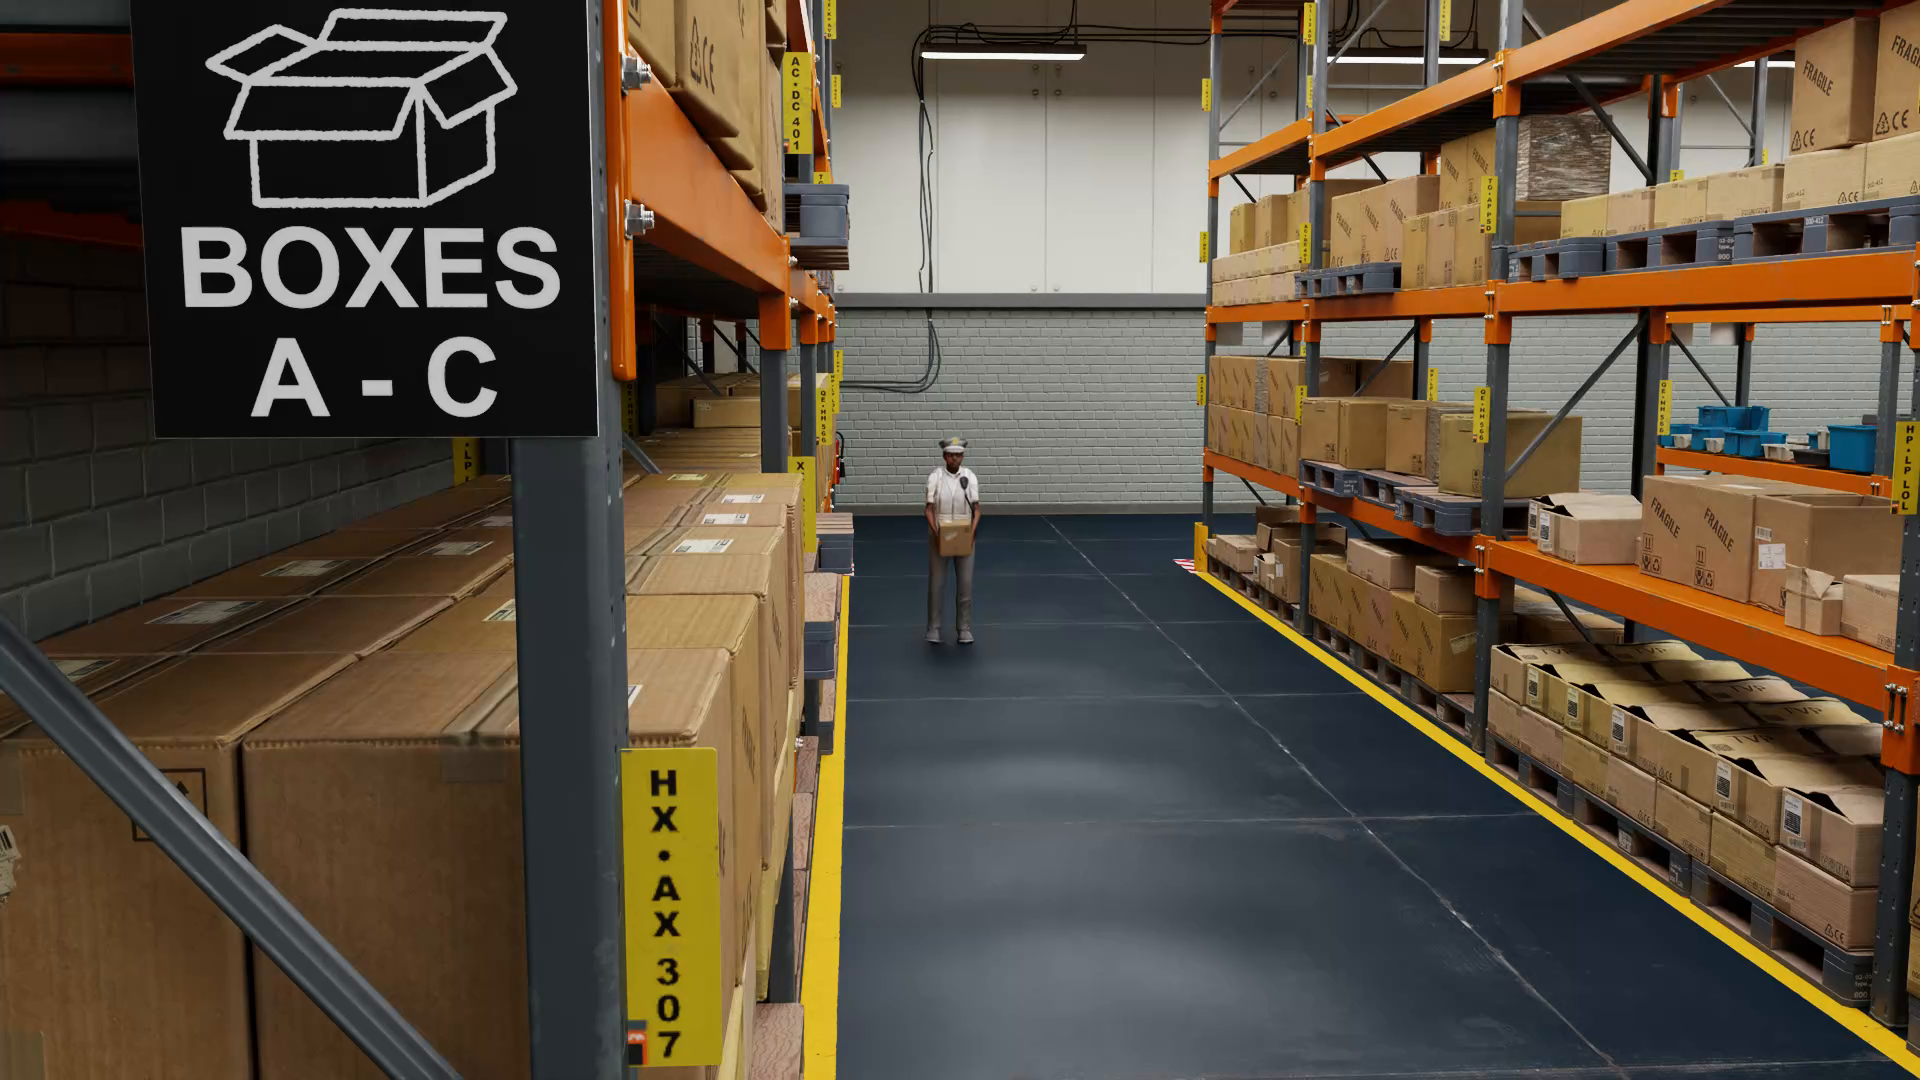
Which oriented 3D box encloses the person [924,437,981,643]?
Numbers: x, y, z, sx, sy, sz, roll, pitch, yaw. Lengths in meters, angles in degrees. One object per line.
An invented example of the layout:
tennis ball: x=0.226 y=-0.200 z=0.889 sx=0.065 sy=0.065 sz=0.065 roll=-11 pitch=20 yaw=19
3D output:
person: x=-0.056 y=-0.005 z=13.676 sx=0.474 sy=1.689 sz=0.465 roll=-1 pitch=7 yaw=-4
